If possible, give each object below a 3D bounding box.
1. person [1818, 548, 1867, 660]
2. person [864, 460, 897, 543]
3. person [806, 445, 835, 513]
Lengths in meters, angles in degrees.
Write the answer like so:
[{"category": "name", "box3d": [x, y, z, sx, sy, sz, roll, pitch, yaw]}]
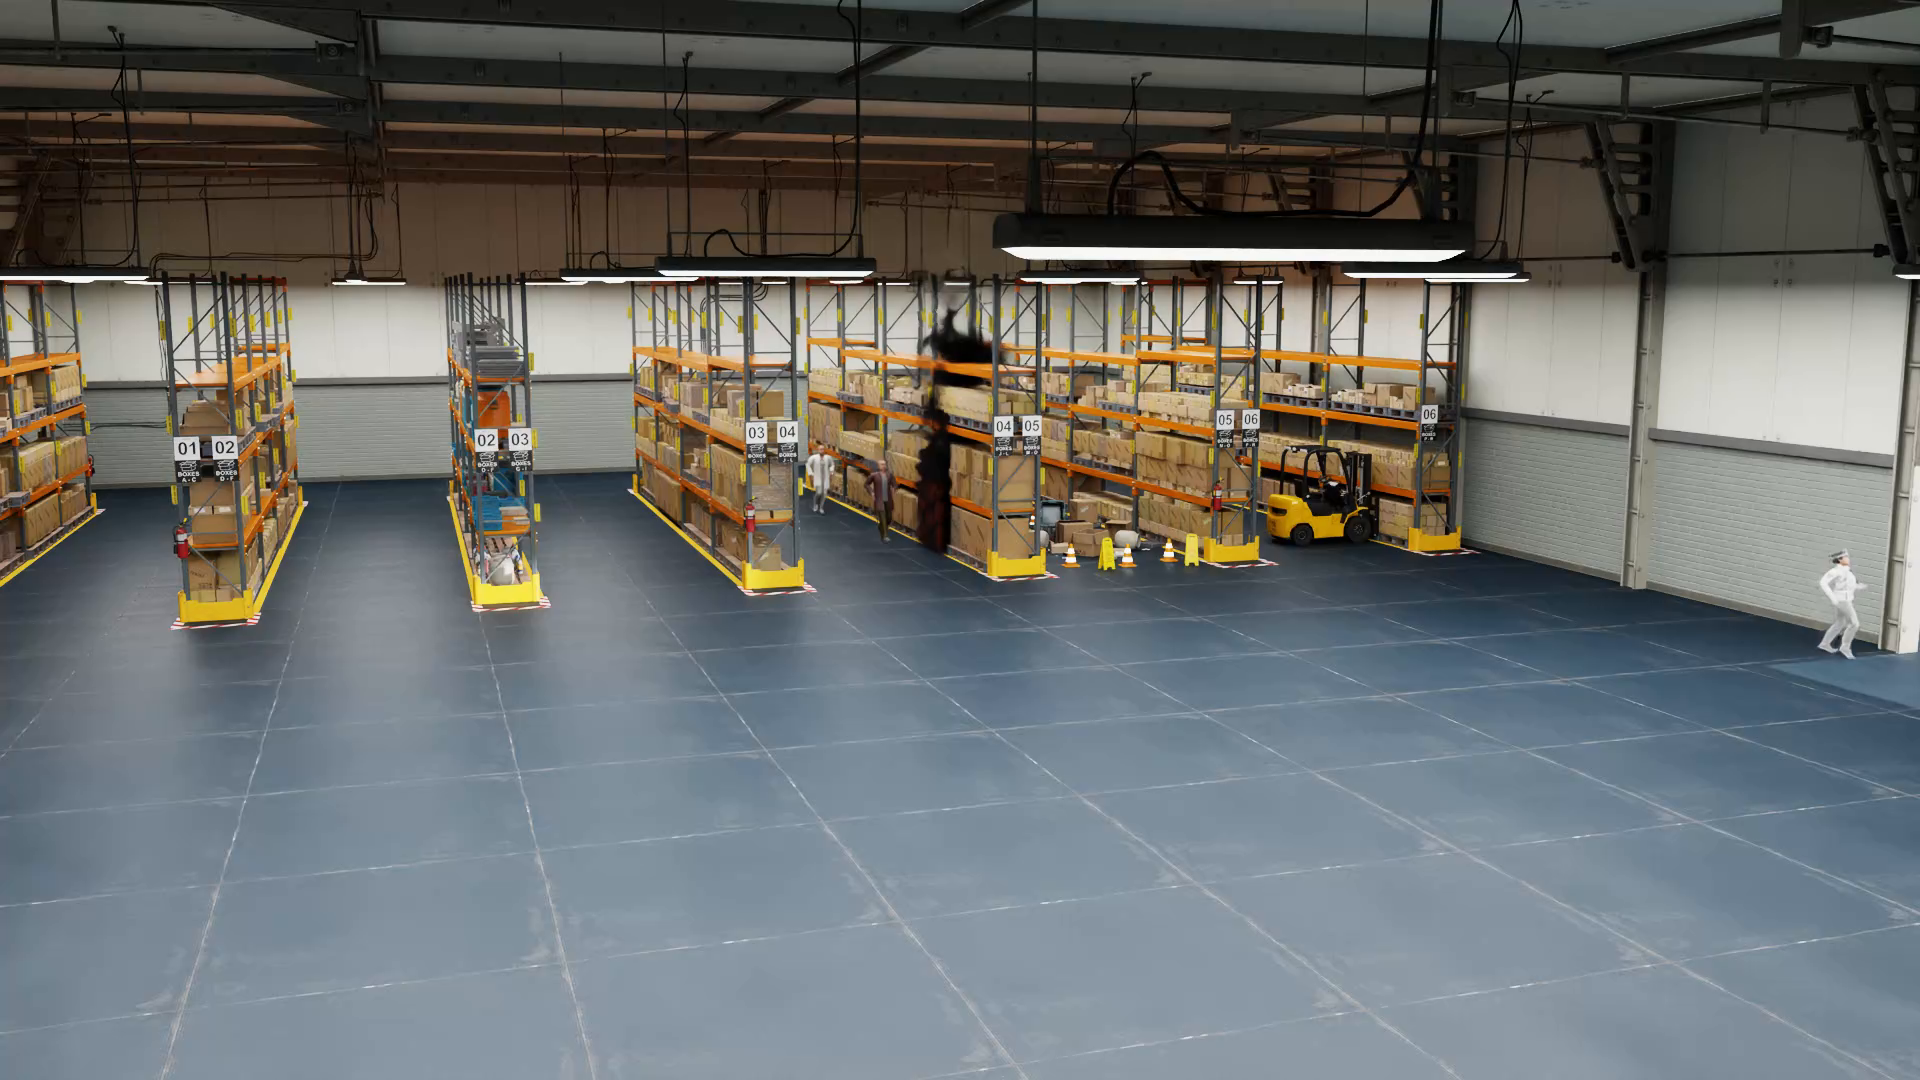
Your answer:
[{"category": "person", "box3d": [13.801, 0.999, 25.967, 0.612, 1.737, 0.584, 8, 11, 41]}, {"category": "person", "box3d": [-1.673, -0.839, 35.920, 0.720, 1.773, 0.841, -4, 9, -25]}, {"category": "person", "box3d": [-3.526, -1.547, 42.501, 0.718, 1.747, 0.638, -3, 9, -20]}]
